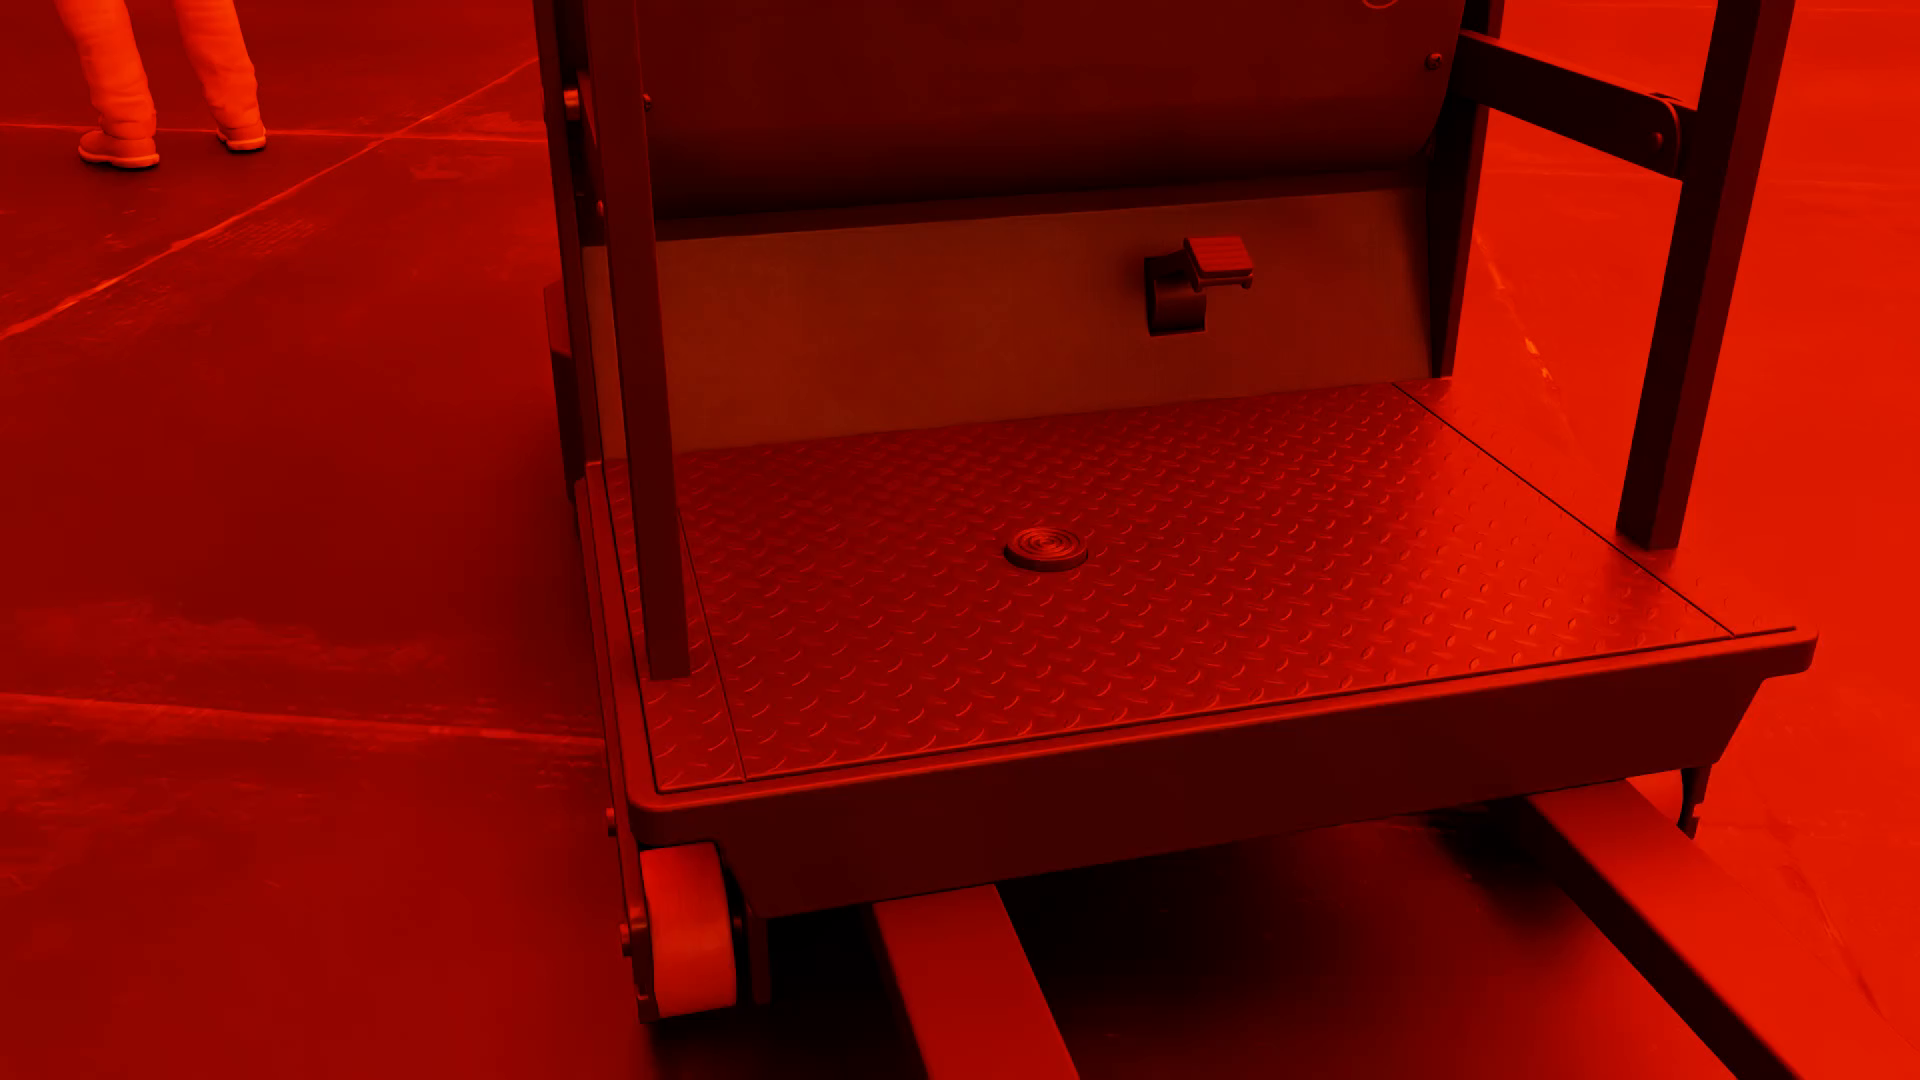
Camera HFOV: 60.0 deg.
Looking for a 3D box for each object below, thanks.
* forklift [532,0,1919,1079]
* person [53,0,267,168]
[{"bbox_3d":[0.153,-1.049,1.319,1.130,2.935,3.031,-7,27,-13],"label":"forklift"},{"bbox_3d":[-2.209,-1.850,4.272,0.607,1.727,0.397,-23,35,-38],"label":"person"}]
